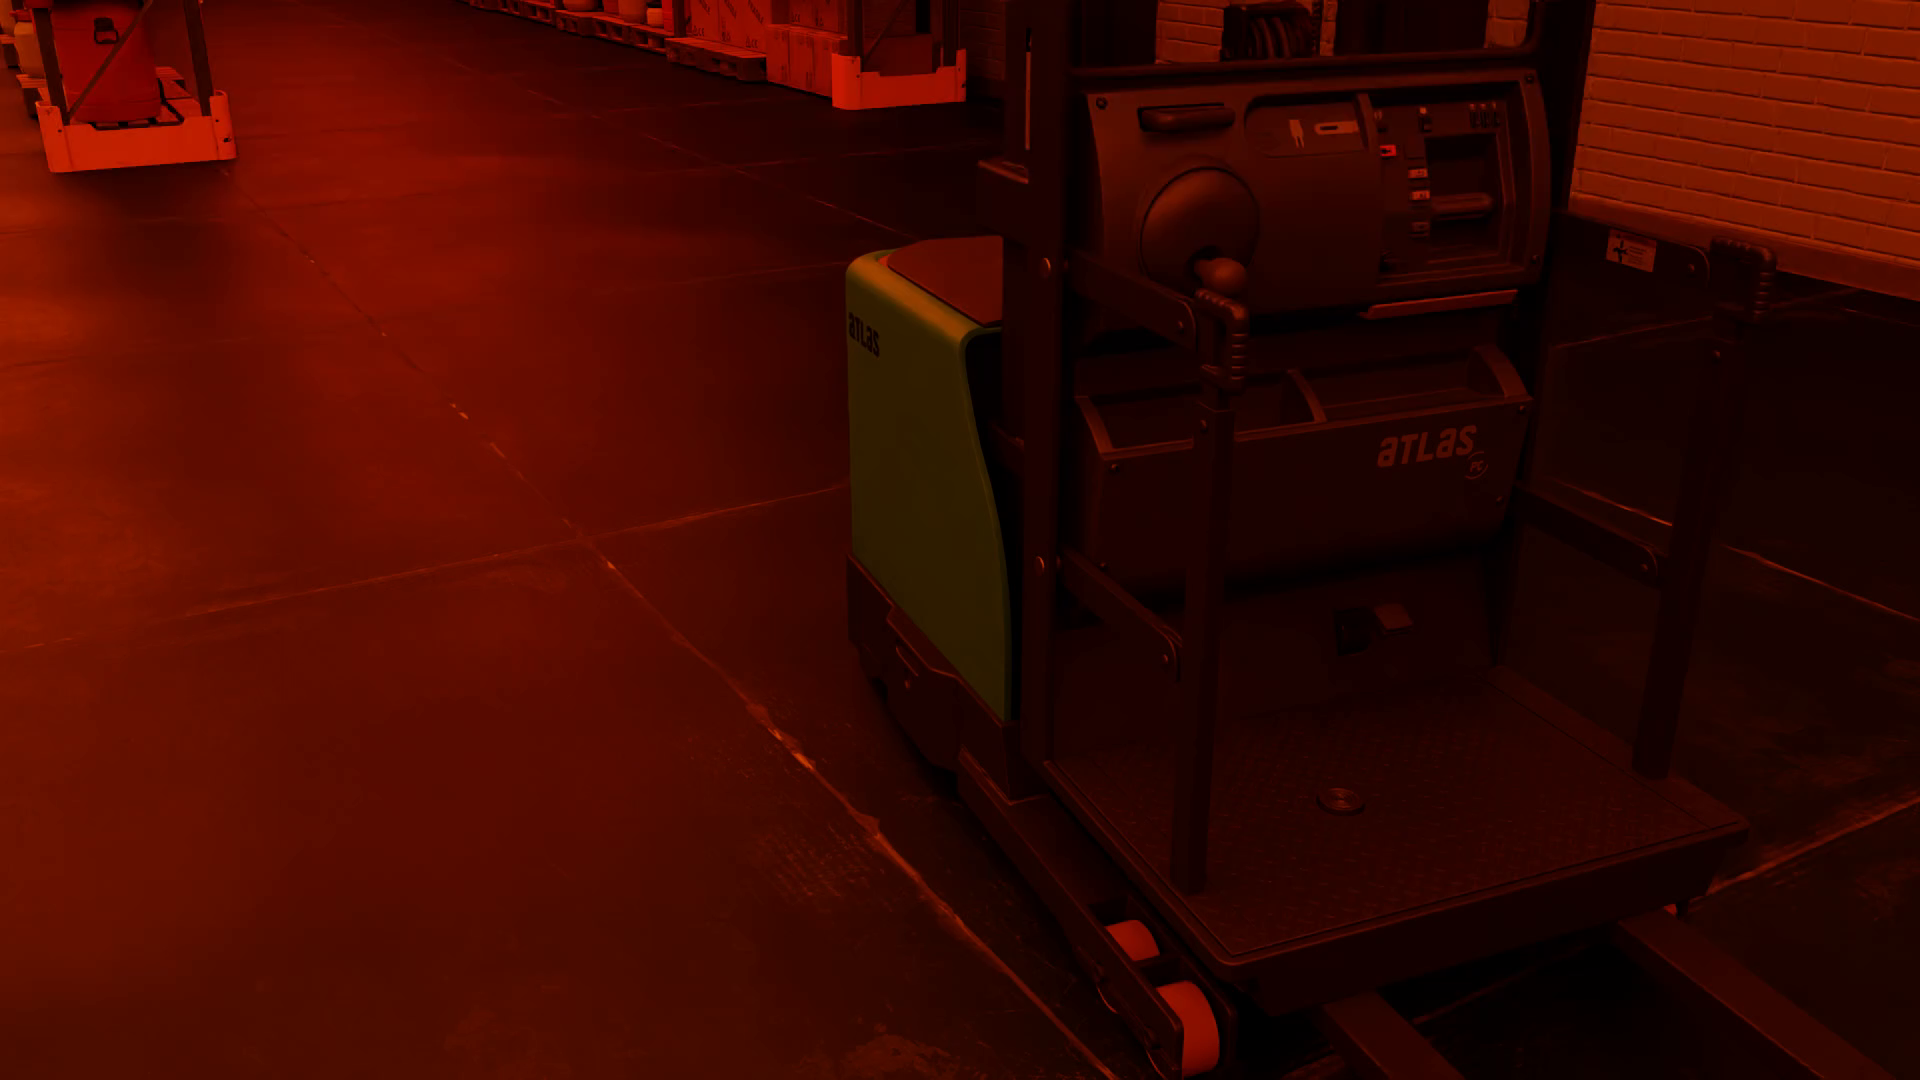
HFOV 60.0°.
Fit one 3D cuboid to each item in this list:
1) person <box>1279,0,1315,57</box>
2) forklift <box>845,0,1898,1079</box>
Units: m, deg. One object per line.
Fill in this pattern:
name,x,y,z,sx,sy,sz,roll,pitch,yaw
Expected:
person,0.895,-0.741,4.876,0.489,1.631,0.802,-13,26,-29
forklift,0.734,-0.608,2.755,1.130,2.935,3.031,-9,24,-20
